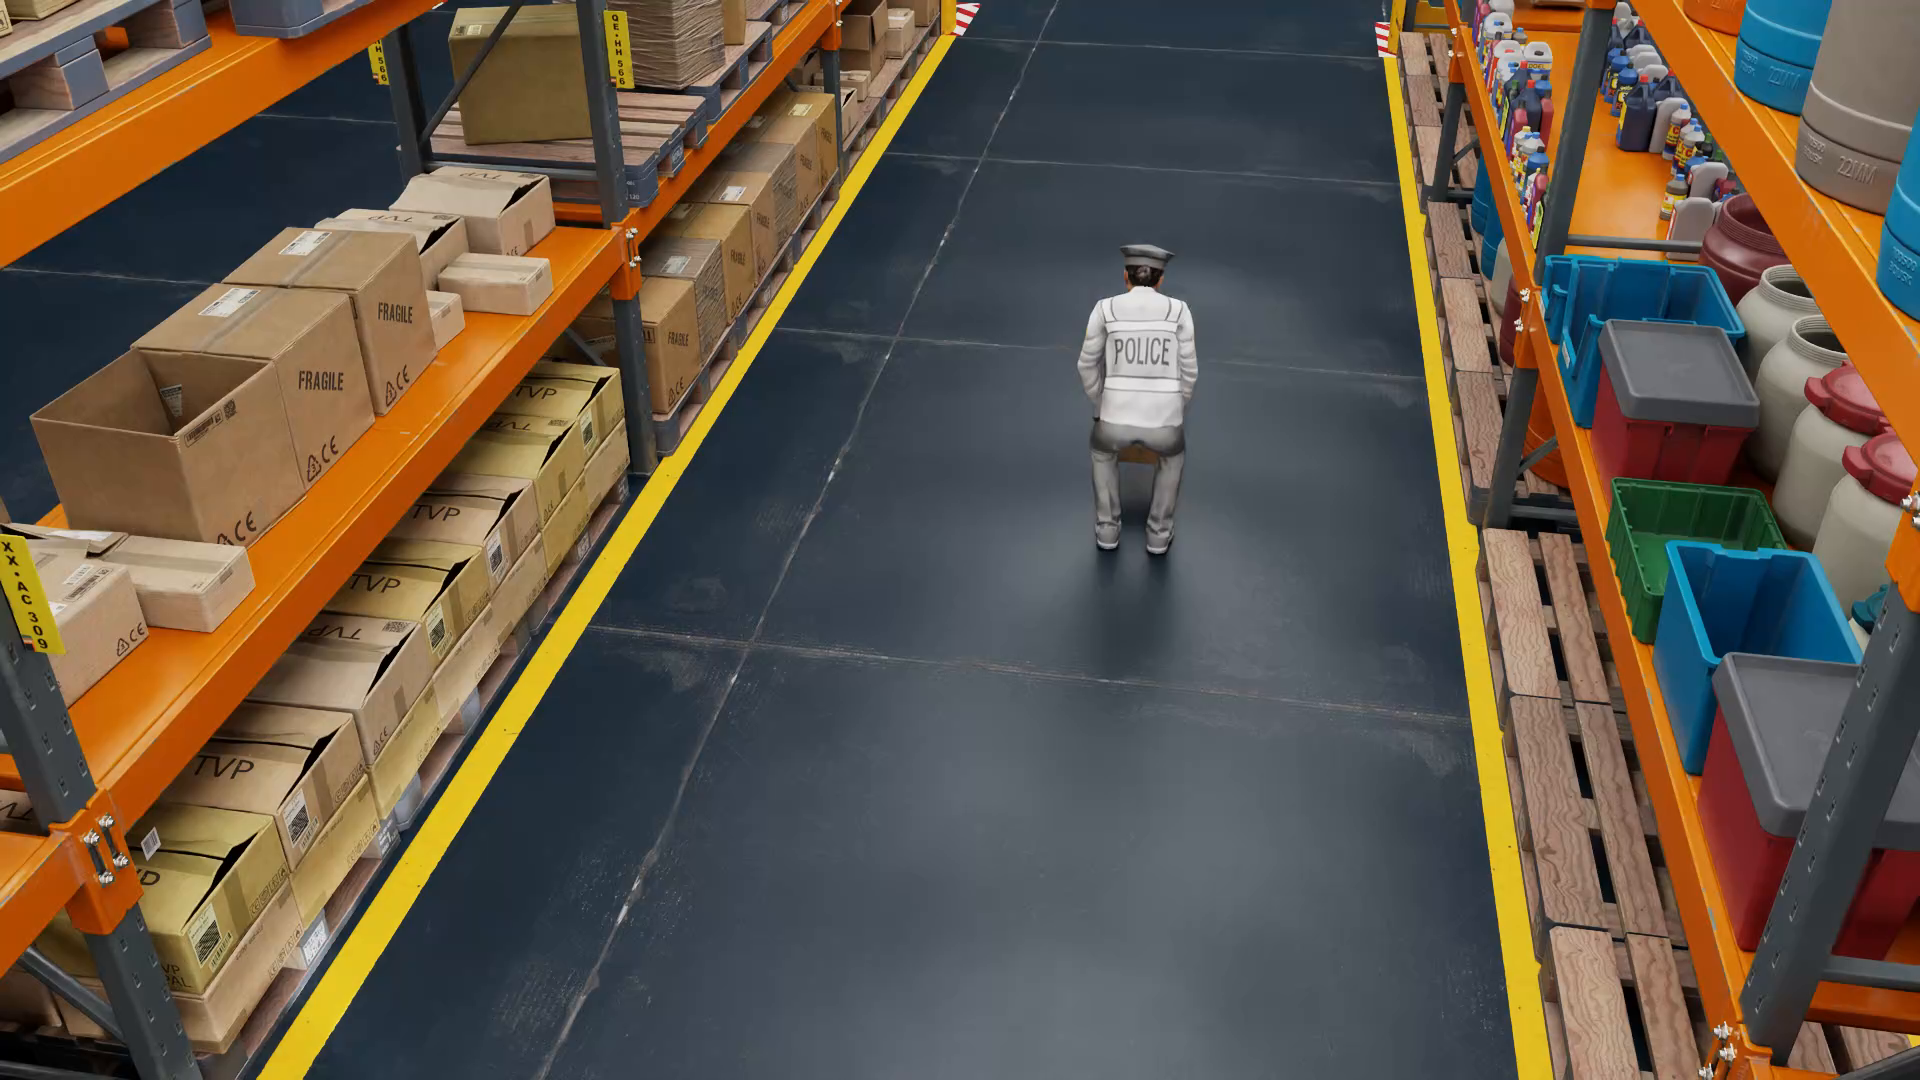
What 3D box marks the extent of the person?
[{"bbox_3d":[0.776,-0.610,7.396,0.535,1.345,0.723,5,33,8],"label":"person"}]
